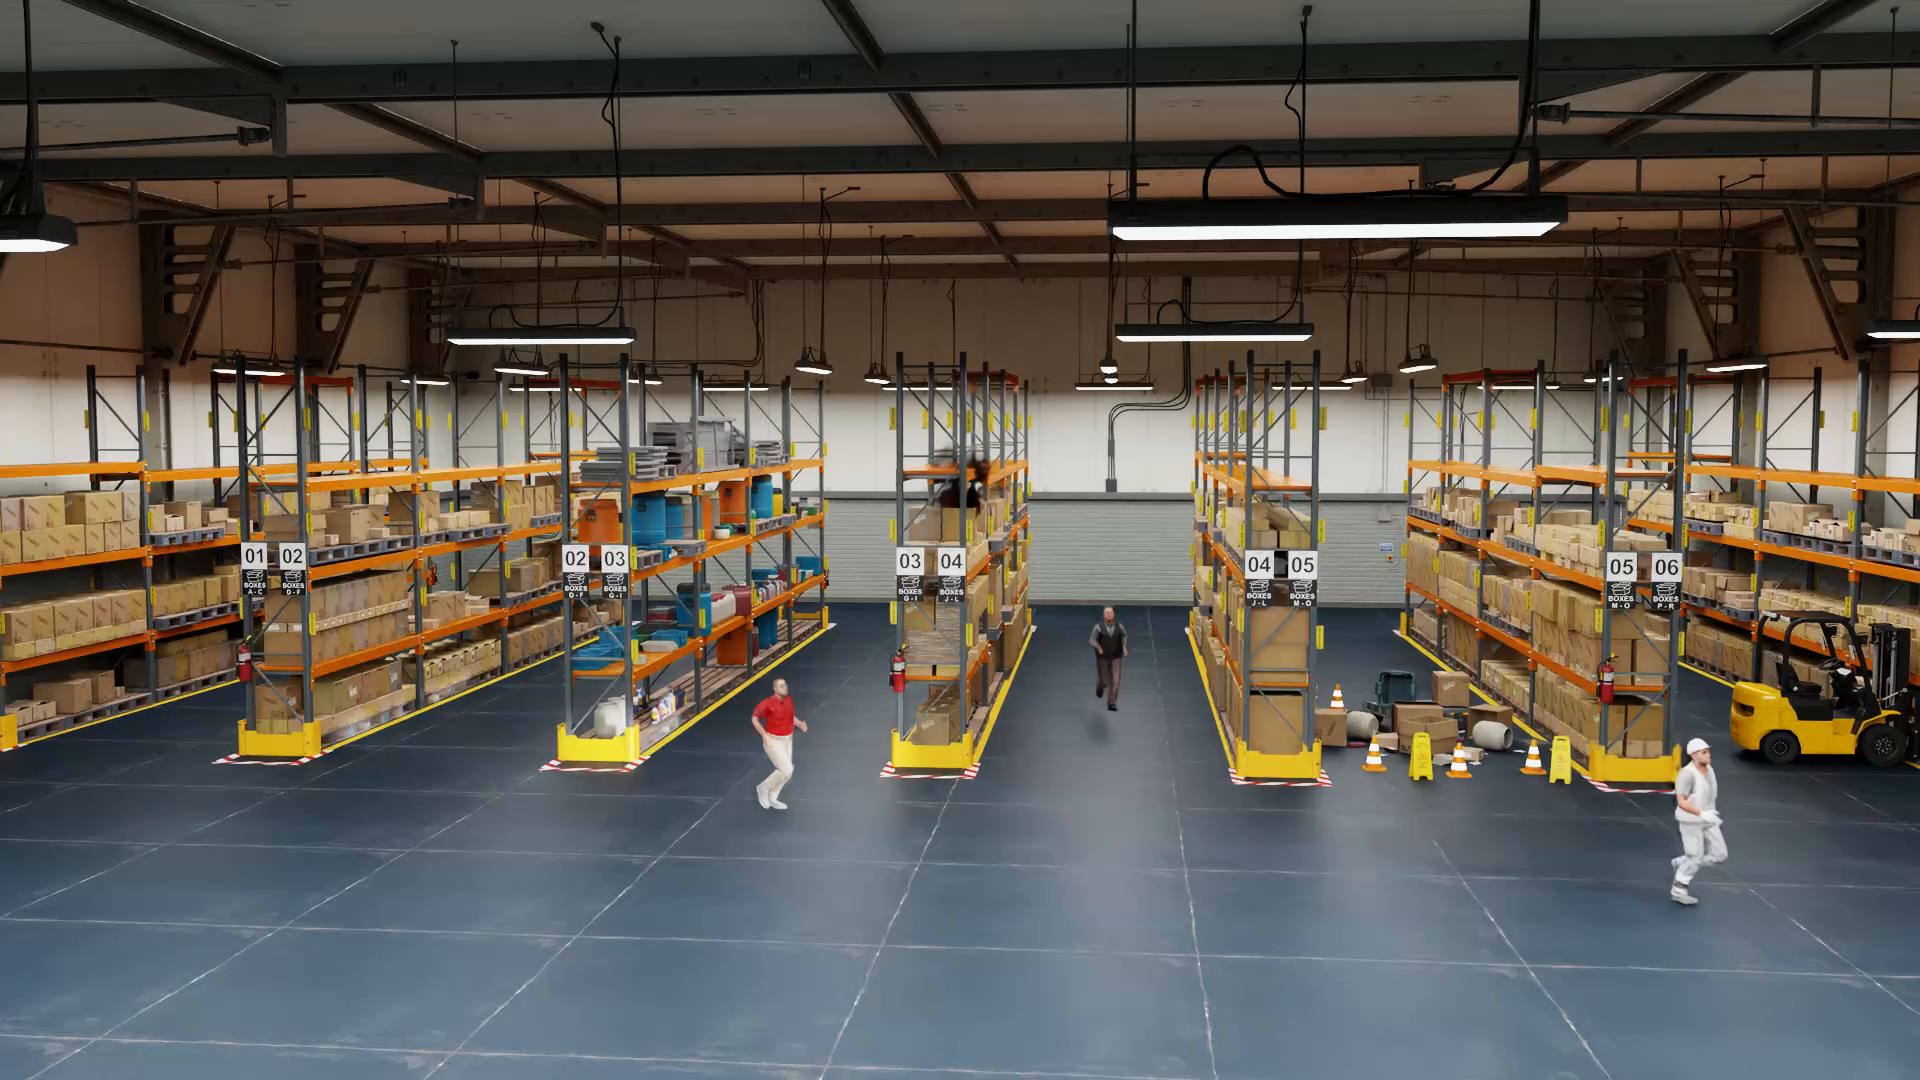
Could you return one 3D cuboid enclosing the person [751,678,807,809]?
[{"bbox_3d":[-2.275,2.629,21.455,0.590,1.691,0.643,3,5,32],"label":"person"}]

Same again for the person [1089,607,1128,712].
[{"bbox_3d":[2.460,1.944,27.282,0.677,1.677,0.905,0,4,-5],"label":"person"}]

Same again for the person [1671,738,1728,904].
[{"bbox_3d":[7.654,2.912,17.177,0.699,1.742,0.656,-3,5,-33],"label":"person"}]
